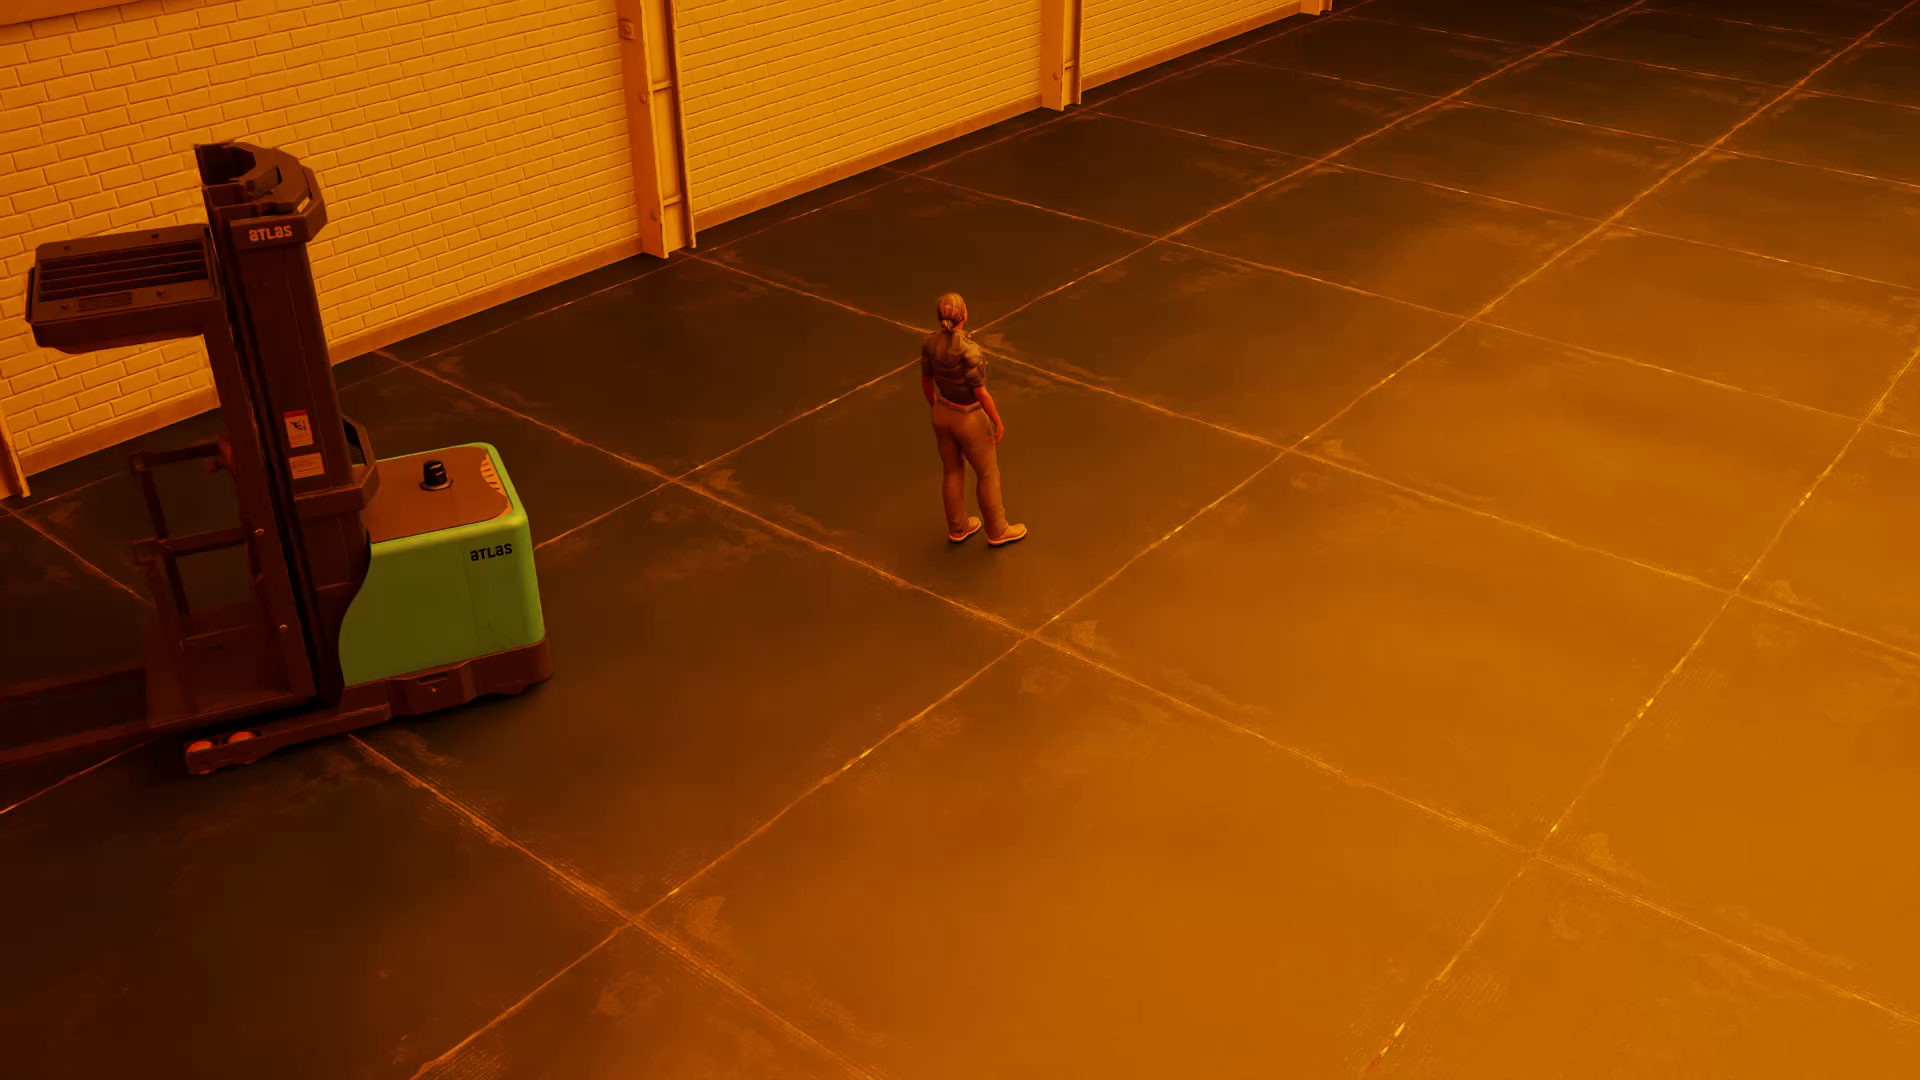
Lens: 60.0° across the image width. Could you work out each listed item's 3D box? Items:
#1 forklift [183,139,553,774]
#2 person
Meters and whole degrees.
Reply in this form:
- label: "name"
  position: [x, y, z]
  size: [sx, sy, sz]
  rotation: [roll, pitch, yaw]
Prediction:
- label: "forklift"
  position: [-3.795, -0.378, 8.241]
  size: [3.031, 2.935, 1.130]
  rotation: [-13, 33, -21]
- label: "person"
  position: [0.070, -0.744, 10.131]
  size: [0.570, 1.644, 0.503]
  rotation: [22, 37, 33]
